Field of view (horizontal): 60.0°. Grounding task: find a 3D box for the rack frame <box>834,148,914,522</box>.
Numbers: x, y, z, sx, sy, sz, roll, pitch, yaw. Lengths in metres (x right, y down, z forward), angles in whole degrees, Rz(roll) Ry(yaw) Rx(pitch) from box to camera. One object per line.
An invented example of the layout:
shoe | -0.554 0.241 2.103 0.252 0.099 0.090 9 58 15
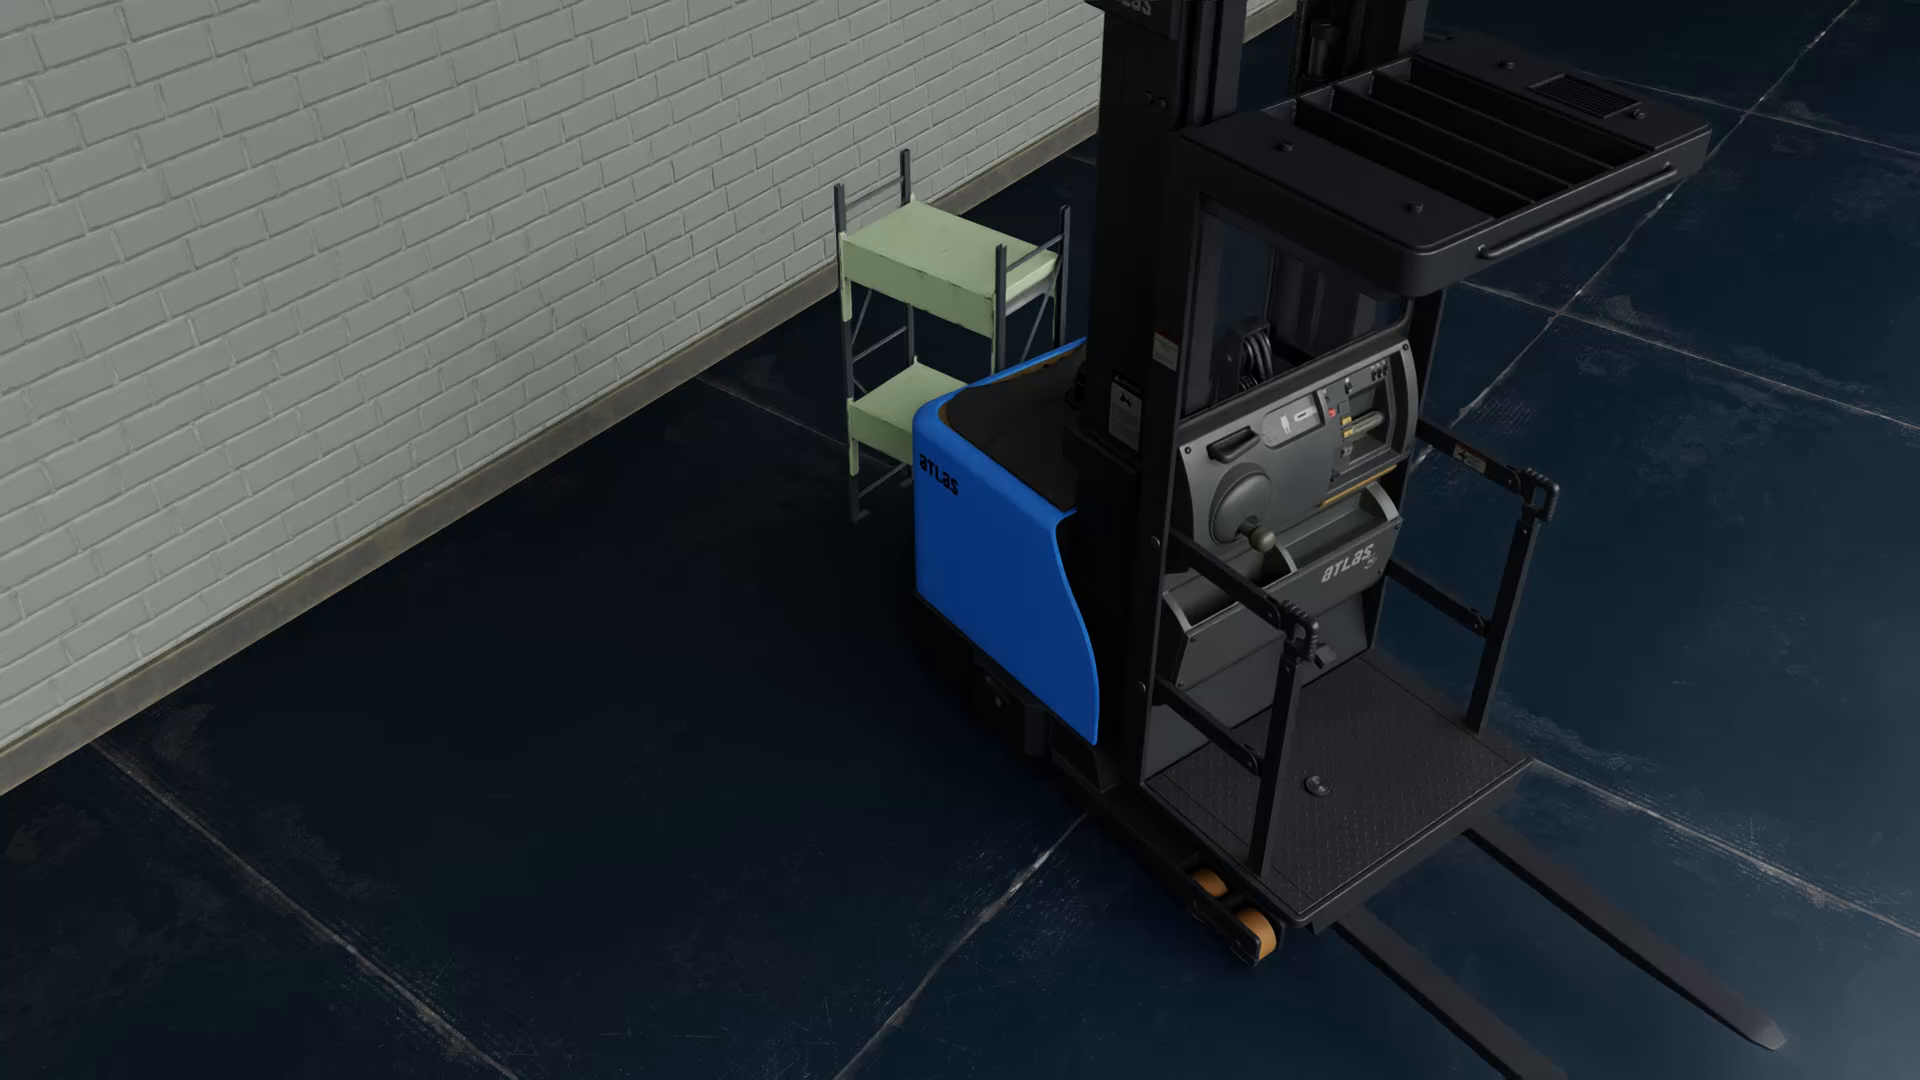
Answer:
rack frame | -0.318 -0.764 6.510 0.023 1.500 0.400 26 45 30

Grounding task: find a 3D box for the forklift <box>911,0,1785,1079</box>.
forklift | 1.113 -0.209 4.640 1.130 2.935 3.031 -25 45 -28

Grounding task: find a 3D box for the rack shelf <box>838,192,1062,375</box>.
rack shelf | -0.032 -0.930 6.088 0.720 0.370 0.431 26 45 30

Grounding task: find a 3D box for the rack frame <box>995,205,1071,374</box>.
rack frame | 0.253 -0.481 6.148 0.023 1.500 0.400 26 45 30

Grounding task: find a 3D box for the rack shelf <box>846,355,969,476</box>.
rack shelf | -0.032 -0.366 6.530 0.720 0.370 0.431 26 45 30

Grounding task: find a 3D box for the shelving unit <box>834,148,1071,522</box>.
shelving unit | -0.032 -0.623 6.329 0.755 1.500 0.431 26 45 30
